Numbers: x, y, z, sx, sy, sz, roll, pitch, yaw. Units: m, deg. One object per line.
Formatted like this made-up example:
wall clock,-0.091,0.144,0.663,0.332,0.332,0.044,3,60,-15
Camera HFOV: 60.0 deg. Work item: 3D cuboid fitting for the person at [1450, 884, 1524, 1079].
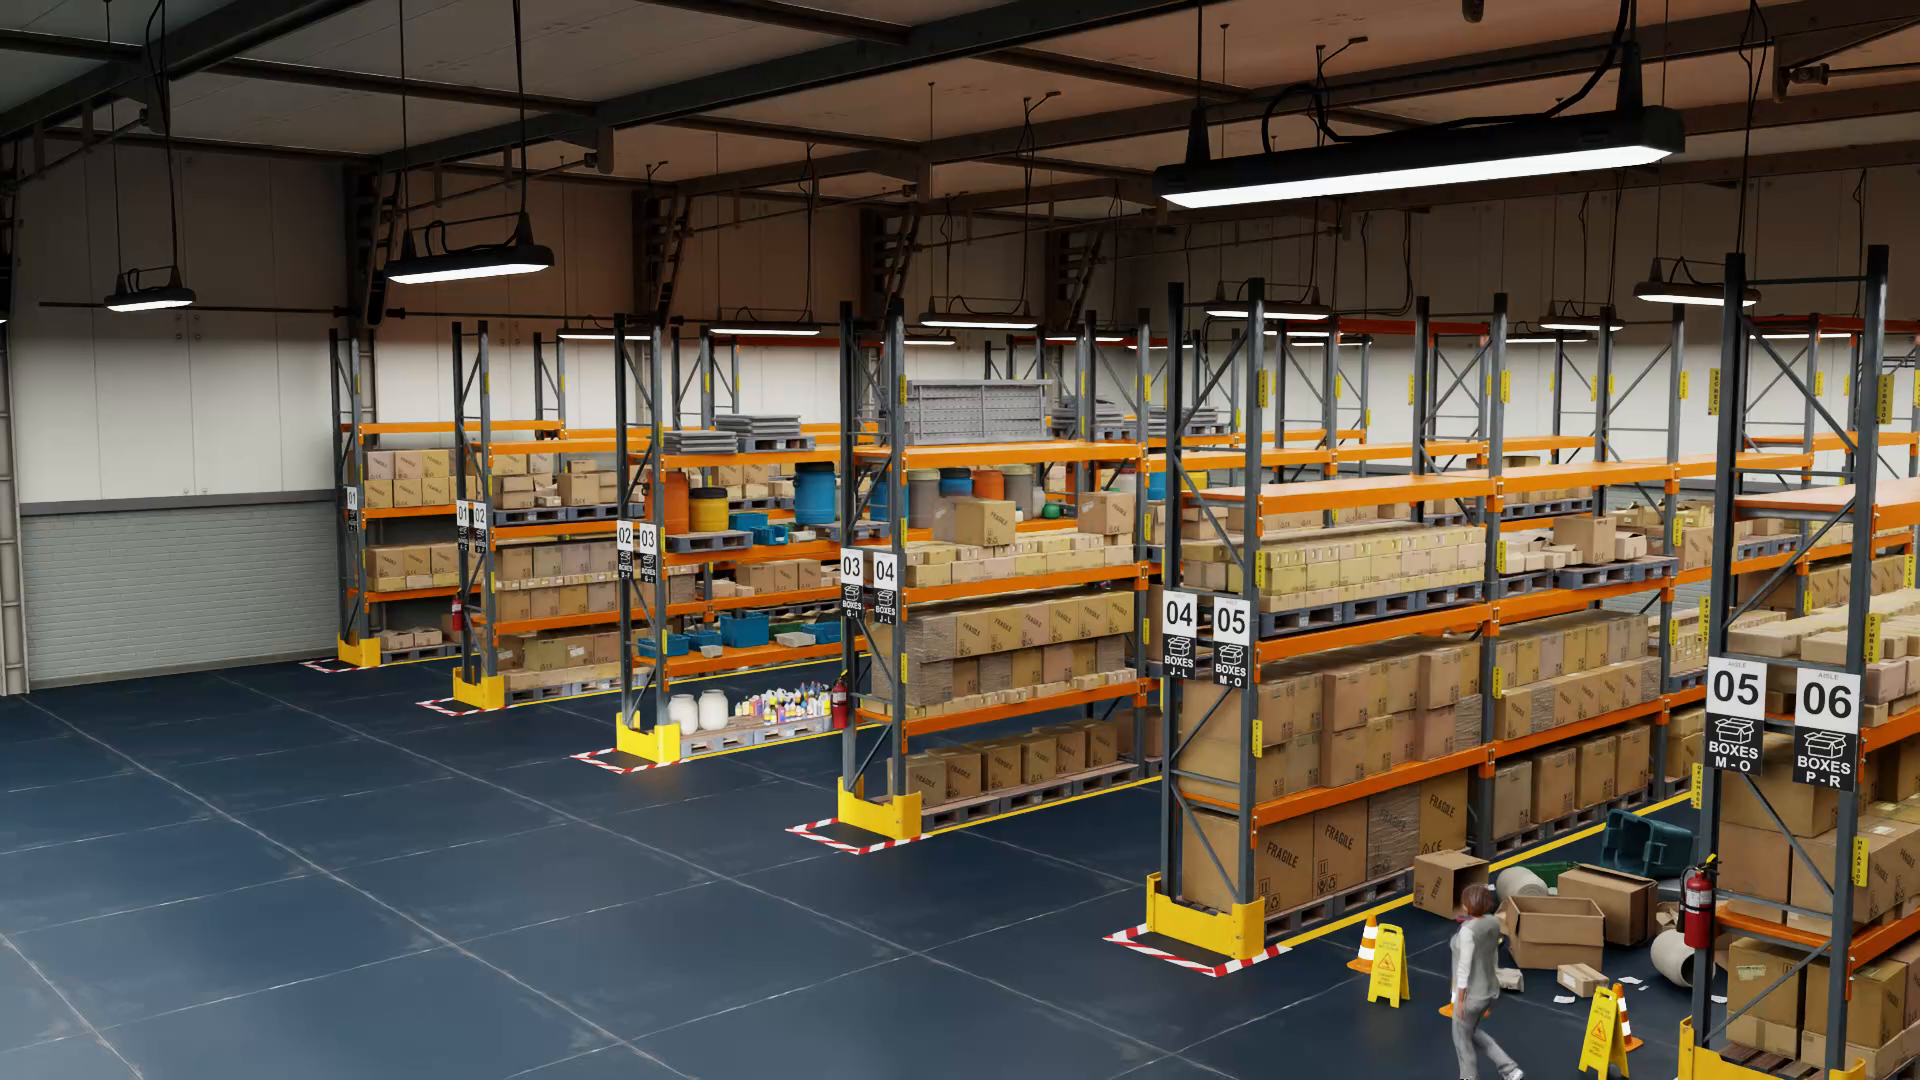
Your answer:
person,3.669,3.209,11.675,0.537,1.589,0.415,6,8,44

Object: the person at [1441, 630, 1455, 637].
person,6.718,2.057,23.065,0.465,1.600,1.044,5,7,39
